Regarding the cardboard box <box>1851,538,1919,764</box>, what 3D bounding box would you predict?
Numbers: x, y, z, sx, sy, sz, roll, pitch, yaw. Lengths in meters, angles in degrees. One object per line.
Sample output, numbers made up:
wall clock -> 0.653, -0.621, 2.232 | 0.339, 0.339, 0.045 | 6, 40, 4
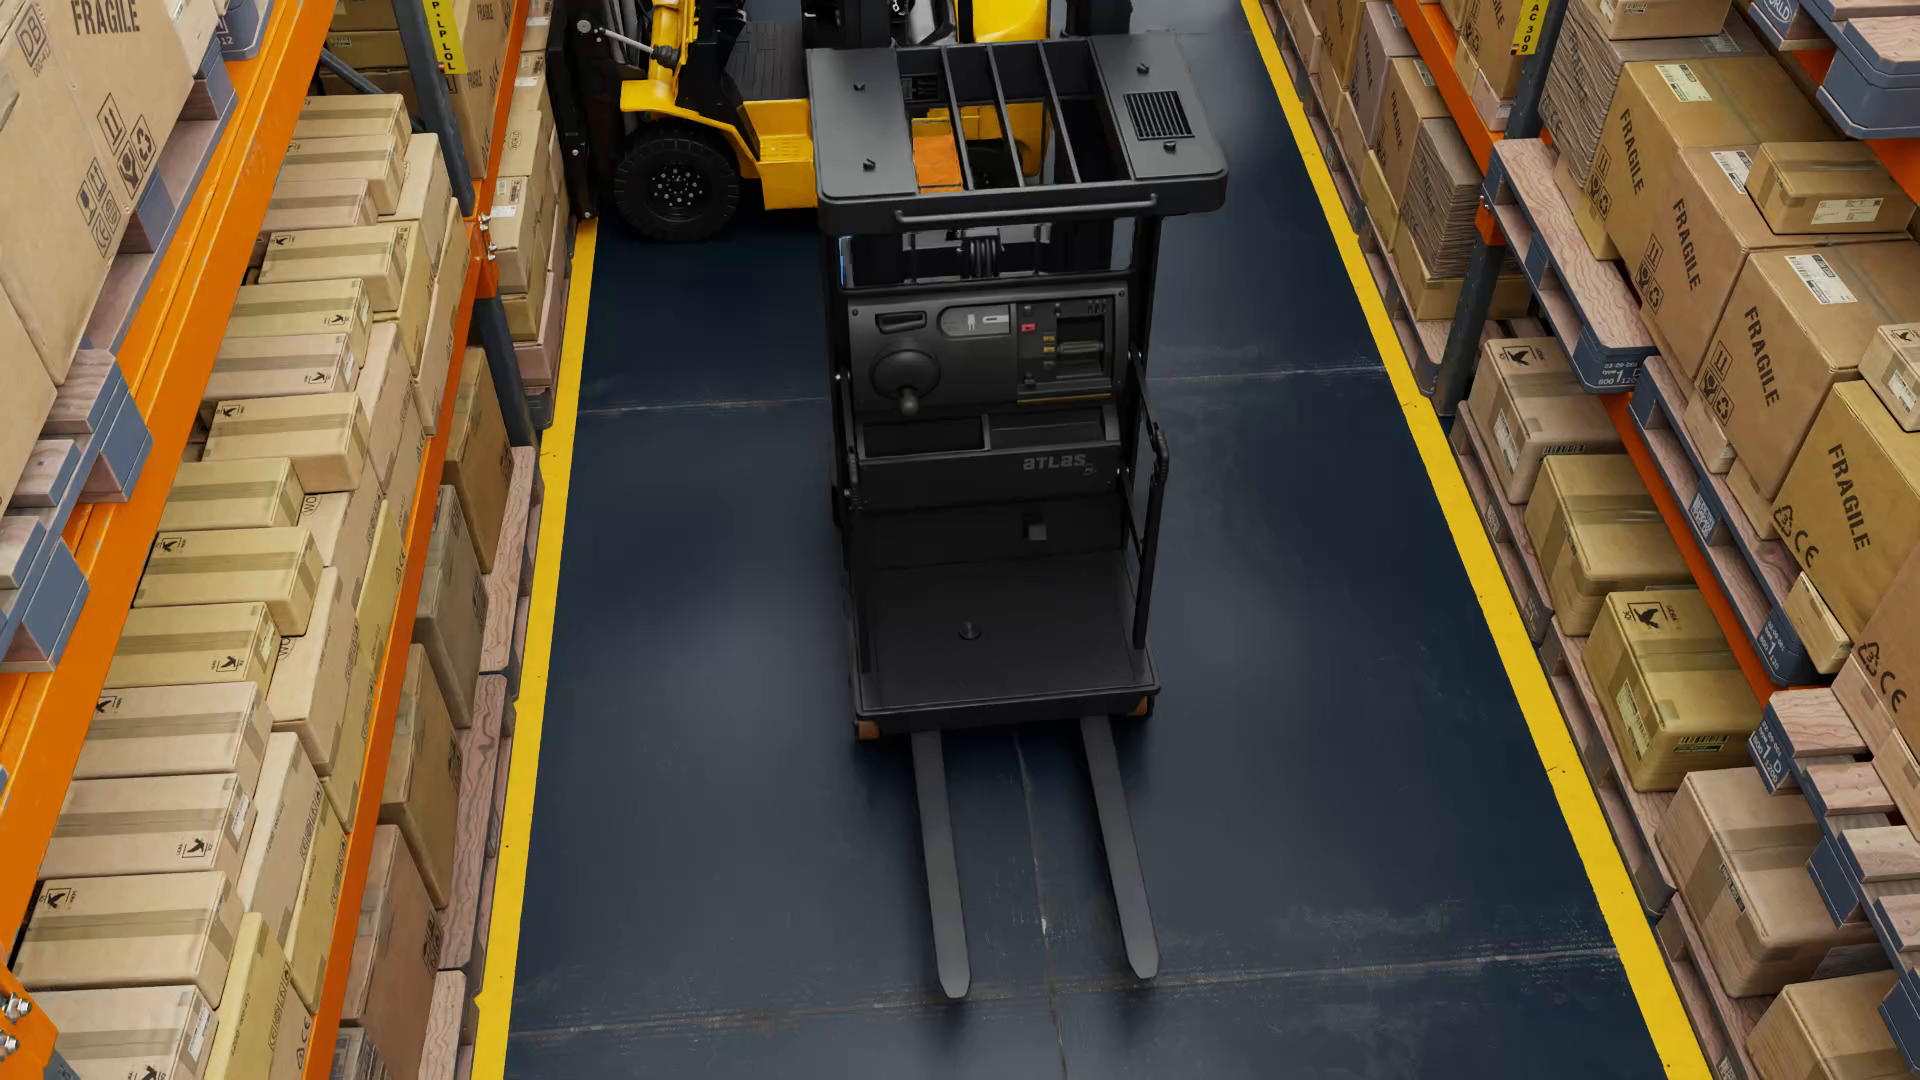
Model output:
cardboard box -> 2.587, 0.278, 3.994 | 0.500, 0.500, 0.500 | -4, 47, -4

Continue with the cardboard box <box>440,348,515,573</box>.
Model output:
cardboard box -> -2.269, -0.296, 6.447 | 0.875, 0.625, 0.625 | -2, 47, -2

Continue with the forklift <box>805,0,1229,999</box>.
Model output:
forklift -> 0.124, -0.535, 5.375 | 1.130, 2.935, 3.031 | -5, 47, -4

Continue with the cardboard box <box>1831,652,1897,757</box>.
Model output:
cardboard box -> 2.521, 0.412, 4.314 | 0.380, 0.149, 0.250 | -5, 47, -5

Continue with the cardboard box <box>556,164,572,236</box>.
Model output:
cardboard box -> -2.151, -1.651, 7.989 | 0.500, 0.250, 0.500 | -3, 47, -3

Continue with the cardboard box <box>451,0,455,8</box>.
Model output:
cardboard box -> -2.112, -2.036, 6.234 | 0.380, 0.149, 0.250 | -2, 47, -2

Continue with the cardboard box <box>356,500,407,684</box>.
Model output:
cardboard box -> -1.912, 0.153, 4.779 | 0.500, 0.250, 0.500 | -2, 47, -2

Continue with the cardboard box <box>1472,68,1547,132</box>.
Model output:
cardboard box -> 2.291, -1.777, 6.677 | 0.380, 0.149, 0.250 | -4, 47, -4

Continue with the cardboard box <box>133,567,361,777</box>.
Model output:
cardboard box -> -1.850, 0.351, 4.247 | 0.500, 0.250, 0.500 | -5, 47, -4

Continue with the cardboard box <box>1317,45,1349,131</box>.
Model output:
cardboard box -> 2.172, -2.378, 8.677 | 0.500, 0.250, 0.500 | -1, 47, -1

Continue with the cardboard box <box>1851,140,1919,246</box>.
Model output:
cardboard box -> 2.969, -0.878, 5.089 | 0.500, 0.500, 0.500 | -2, 47, -2

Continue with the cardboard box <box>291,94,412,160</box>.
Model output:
cardboard box -> -2.074, -1.369, 5.601 | 0.380, 0.149, 0.250 | -2, 47, -2

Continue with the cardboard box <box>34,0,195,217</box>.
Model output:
cardboard box -> -1.892, -0.971, 3.247 | 0.500, 0.500, 0.500 | -2, 47, -2

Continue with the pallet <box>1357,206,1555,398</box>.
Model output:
pallet -> 2.530, -1.174, 7.853 | 1.003, 0.211, 1.213 | -3, 47, -3

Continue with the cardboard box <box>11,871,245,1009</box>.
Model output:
cardboard box -> -1.746, 0.850, 3.500 | 0.380, 0.149, 0.250 | -3, 47, -2

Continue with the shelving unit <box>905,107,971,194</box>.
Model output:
shelving unit -> -0.097, -1.237, 7.225 | 0.258, 1.200, 0.503 | -4, 45, -3

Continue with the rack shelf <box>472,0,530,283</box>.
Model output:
rack shelf -> -2.492, -2.545, 7.726 | 1.077, 0.370, 4.000 | -3, 47, -3

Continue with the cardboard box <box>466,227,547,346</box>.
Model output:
cardboard box -> -2.057, -1.085, 7.108 | 0.500, 0.250, 0.500 | -4, 47, -3

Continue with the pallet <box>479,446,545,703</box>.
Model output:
pallet -> -2.224, 0.145, 6.604 | 1.003, 0.211, 1.213 | -3, 47, -3

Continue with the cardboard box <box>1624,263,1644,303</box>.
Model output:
cardboard box -> 2.465, -0.907, 5.563 | 0.380, 0.149, 0.250 | -1, 47, -1

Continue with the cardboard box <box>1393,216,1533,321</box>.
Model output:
cardboard box -> 2.304, -1.260, 7.618 | 0.500, 0.250, 0.500 | -2, 47, -1

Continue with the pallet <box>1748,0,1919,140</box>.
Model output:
pallet -> 2.657, -1.413, 4.222 | 1.213, 0.211, 1.003 | -3, 47, -3

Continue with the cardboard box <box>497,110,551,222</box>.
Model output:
cardboard box -> -2.085, -1.627, 7.278 | 0.500, 0.250, 0.500 | -3, 47, -3

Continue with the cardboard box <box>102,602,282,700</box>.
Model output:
cardboard box -> -1.879, 0.297, 4.023 | 0.380, 0.149, 0.250 | -3, 47, -3

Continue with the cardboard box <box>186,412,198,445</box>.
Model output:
cardboard box -> -2.474, -0.346, 4.908 | 0.500, 0.250, 0.500 | -5, 47, -4

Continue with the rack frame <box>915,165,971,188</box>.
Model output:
rack frame -> -0.076, -1.065, 7.054 | 0.240, 1.200, 0.015 | -4, 45, -3

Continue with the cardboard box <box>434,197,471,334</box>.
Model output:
cardboard box -> -2.021, -0.945, 5.819 | 0.500, 0.250, 0.500 | -3, 47, -2

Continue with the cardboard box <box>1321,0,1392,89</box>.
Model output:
cardboard box -> 2.163, -2.641, 8.410 | 0.500, 0.500, 0.500 | -3, 47, -3

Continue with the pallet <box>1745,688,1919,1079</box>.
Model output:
pallet -> 2.791, 0.801, 4.194 | 1.213, 0.211, 1.003 | -3, 47, -3

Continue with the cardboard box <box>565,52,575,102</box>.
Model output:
cardboard box -> -2.173, -2.179, 8.144 | 0.500, 0.250, 0.500 | -4, 47, -3

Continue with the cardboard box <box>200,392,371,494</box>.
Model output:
cardboard box -> -1.839, -0.259, 4.550 | 0.380, 0.149, 0.250 | -5, 47, -4

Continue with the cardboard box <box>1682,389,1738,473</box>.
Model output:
cardboard box -> 2.434, -0.344, 5.030 | 0.380, 0.149, 0.250 | -2, 47, -2

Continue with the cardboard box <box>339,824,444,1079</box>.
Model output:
cardboard box -> -2.091, 1.297, 4.939 | 0.875, 0.625, 0.625 | -2, 47, -2

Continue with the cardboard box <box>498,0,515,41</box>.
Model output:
cardboard box -> -2.205, -2.458, 7.080 | 0.500, 0.500, 0.500 | -4, 47, -4

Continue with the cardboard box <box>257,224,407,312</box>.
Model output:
cardboard box -> -1.913, -0.821, 5.082 | 0.380, 0.149, 0.250 | -5, 47, -5

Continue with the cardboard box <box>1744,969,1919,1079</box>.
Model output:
cardboard box -> 2.919, 1.594, 4.831 | 0.950, 0.372, 0.625 | -6, 47, -6

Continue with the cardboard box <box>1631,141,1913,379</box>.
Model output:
cardboard box -> 2.445, -0.853, 5.065 | 0.500, 0.500, 0.500 | -4, 47, -4

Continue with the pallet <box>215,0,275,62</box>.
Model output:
pallet -> -2.238, -1.673, 4.471 | 0.805, 0.209, 1.217 | -5, 47, -5

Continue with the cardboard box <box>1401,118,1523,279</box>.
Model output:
cardboard box -> 2.305, -1.518, 7.346 | 0.500, 0.500, 0.500 | -4, 47, -4

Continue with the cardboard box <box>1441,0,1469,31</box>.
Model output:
cardboard box -> 2.287, -2.464, 6.881 | 0.500, 0.500, 0.500 | -2, 47, -2

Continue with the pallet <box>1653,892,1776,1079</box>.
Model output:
pallet -> 2.893, 1.638, 5.190 | 1.003, 0.211, 1.213 | -3, 47, -3

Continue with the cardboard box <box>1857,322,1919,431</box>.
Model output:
cardboard box -> 2.538, -0.426, 4.214 | 0.380, 0.149, 0.250 | -6, 47, -5

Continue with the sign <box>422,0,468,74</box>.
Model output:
sign -> -1.784, -1.756, 5.741 | 0.100, 0.325, 0.005 | -3, 47, -3

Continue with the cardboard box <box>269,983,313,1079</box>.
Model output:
cardboard box -> -1.783, 1.265, 3.726 | 0.500, 0.250, 0.500 | -3, 47, -3

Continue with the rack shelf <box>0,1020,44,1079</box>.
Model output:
rack shelf -> -1.822, 2.212, 1.155 | 1.077, 0.370, 4.000 | -3, 47, -3

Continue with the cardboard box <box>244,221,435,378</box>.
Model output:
cardboard box -> -1.978, -0.754, 5.293 | 0.500, 0.250, 0.500 | -5, 47, -4

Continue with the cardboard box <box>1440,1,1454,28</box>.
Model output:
cardboard box -> 2.312, -2.331, 7.202 | 0.380, 0.149, 0.250 | -4, 47, -4

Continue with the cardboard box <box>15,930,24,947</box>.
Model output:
cardboard box -> -2.349, 0.751, 3.869 | 0.500, 0.250, 0.500 | -3, 47, -3

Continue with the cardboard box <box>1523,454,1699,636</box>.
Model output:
cardboard box -> 2.732, 0.009, 6.333 | 0.950, 0.372, 0.625 | -1, 47, -1
